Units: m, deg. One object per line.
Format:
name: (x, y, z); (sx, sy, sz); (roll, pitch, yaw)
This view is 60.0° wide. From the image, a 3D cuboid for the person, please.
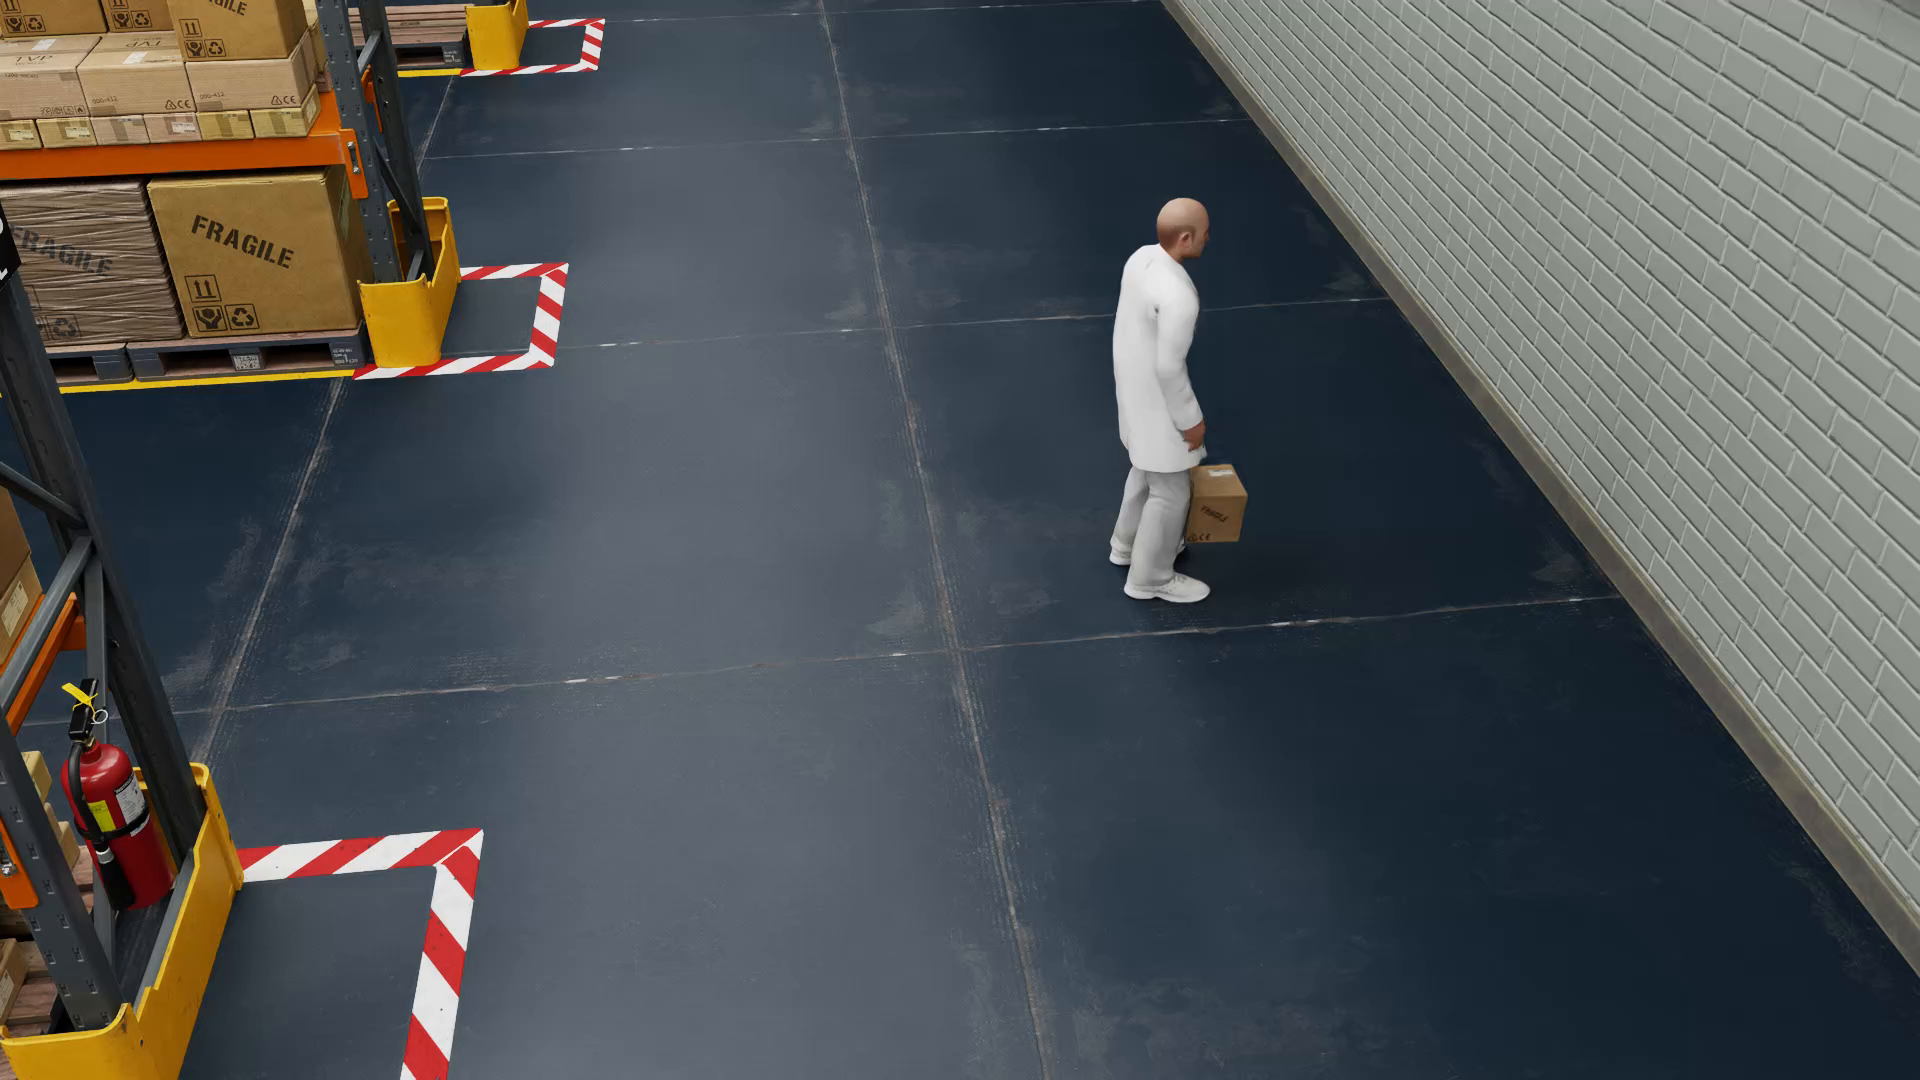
person: (0.855, -0.594, 7.026); (0.425, 1.776, 0.601); (-5, 35, -8)
